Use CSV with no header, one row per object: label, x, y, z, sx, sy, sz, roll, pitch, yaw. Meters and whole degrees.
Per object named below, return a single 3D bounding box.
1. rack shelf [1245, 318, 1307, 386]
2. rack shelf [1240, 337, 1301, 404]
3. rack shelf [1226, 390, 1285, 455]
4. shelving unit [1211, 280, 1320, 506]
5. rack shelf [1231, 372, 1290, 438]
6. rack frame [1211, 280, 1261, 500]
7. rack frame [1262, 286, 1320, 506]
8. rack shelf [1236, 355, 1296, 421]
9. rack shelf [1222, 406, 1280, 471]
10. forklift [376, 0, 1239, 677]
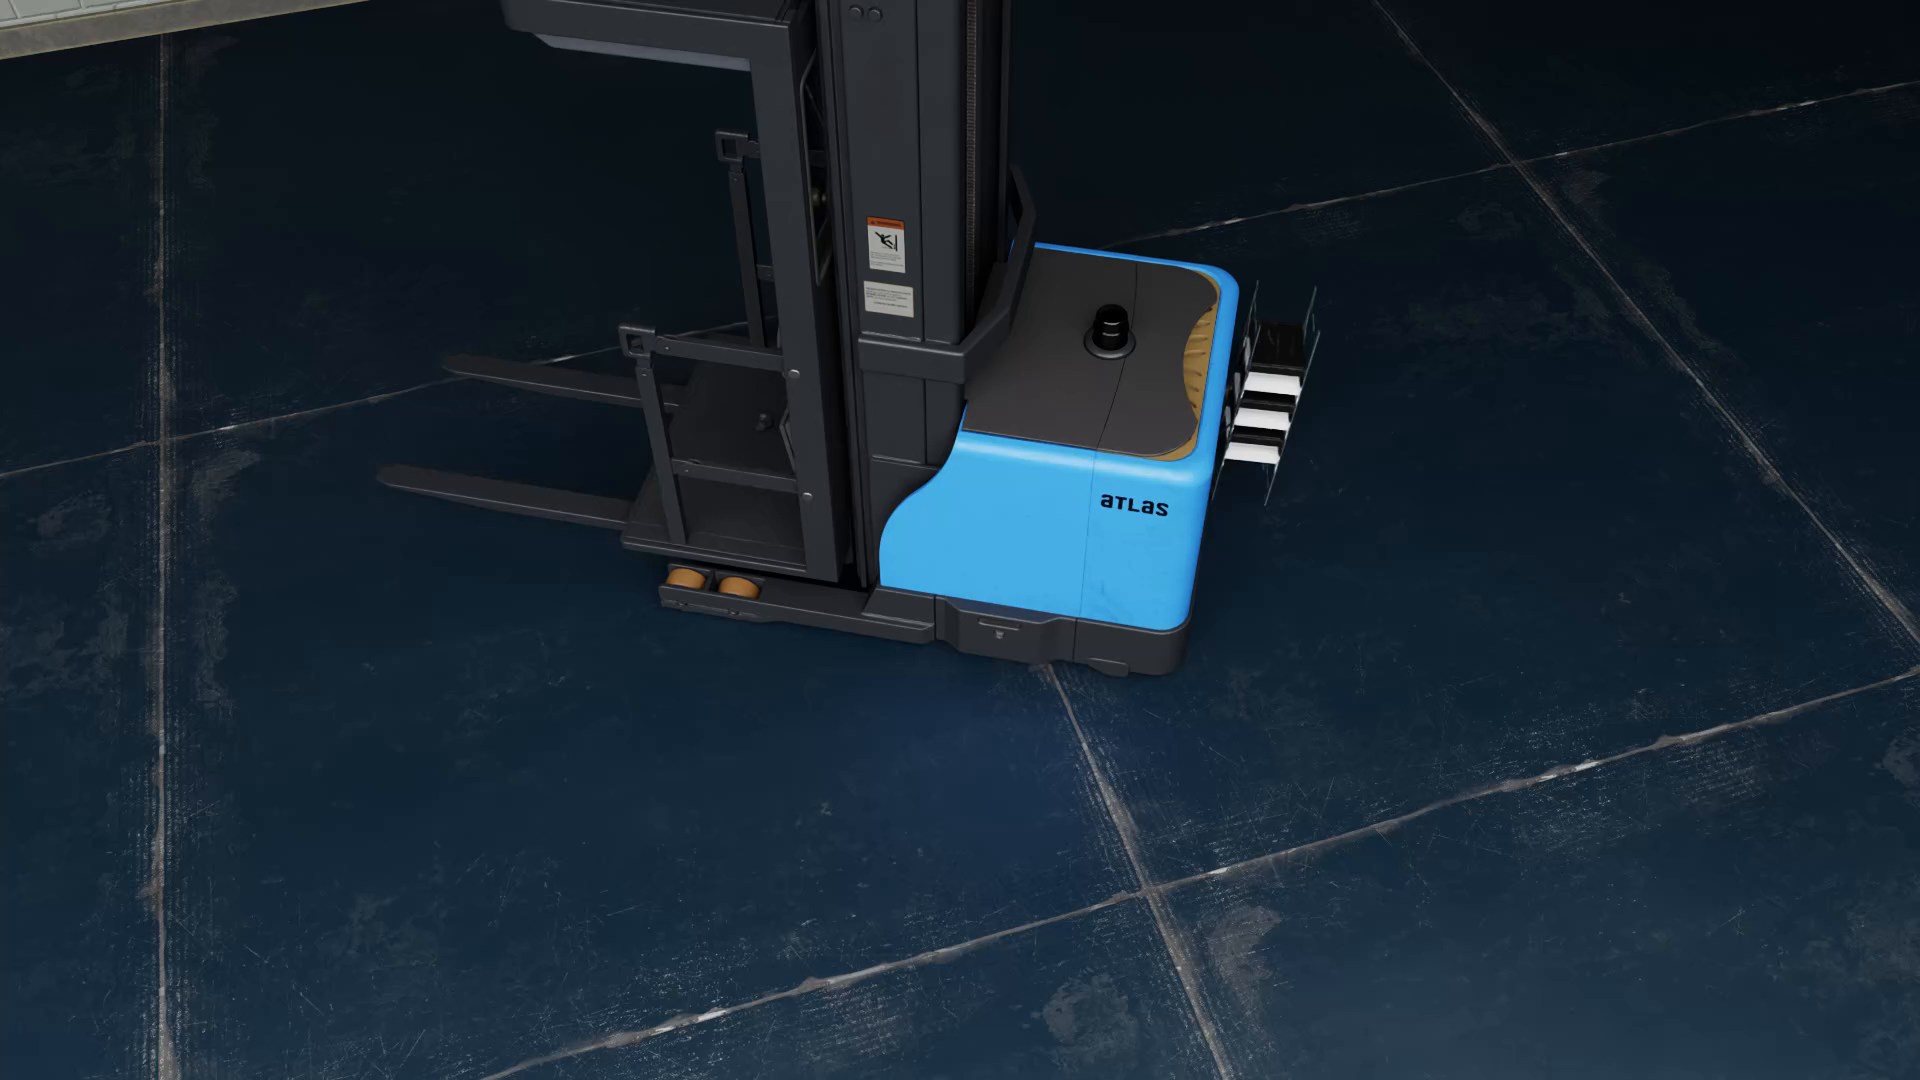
rack shelf,1.121,-0.672,5.911,0.200,0.077,0.258,6,50,0
rack shelf,1.115,-0.615,5.980,0.200,0.077,0.258,6,50,0
rack shelf,1.097,-0.442,6.187,0.200,0.077,0.258,6,50,0
shelving unit,1.105,-0.521,6.092,0.210,0.900,0.258,6,50,0
rack shelf,1.103,-0.500,6.118,0.200,0.077,0.258,6,50,0
rack frame,1.004,-0.532,6.093,0.006,0.900,0.240,6,50,0
rack frame,1.206,-0.510,6.092,0.006,0.900,0.240,6,50,0
rack shelf,1.109,-0.557,6.049,0.200,0.077,0.258,6,50,0
rack shelf,1.091,-0.385,6.256,0.200,0.077,0.258,6,50,0
forklift,-0.613,-1.042,5.211,3.031,2.935,1.130,9,50,8
